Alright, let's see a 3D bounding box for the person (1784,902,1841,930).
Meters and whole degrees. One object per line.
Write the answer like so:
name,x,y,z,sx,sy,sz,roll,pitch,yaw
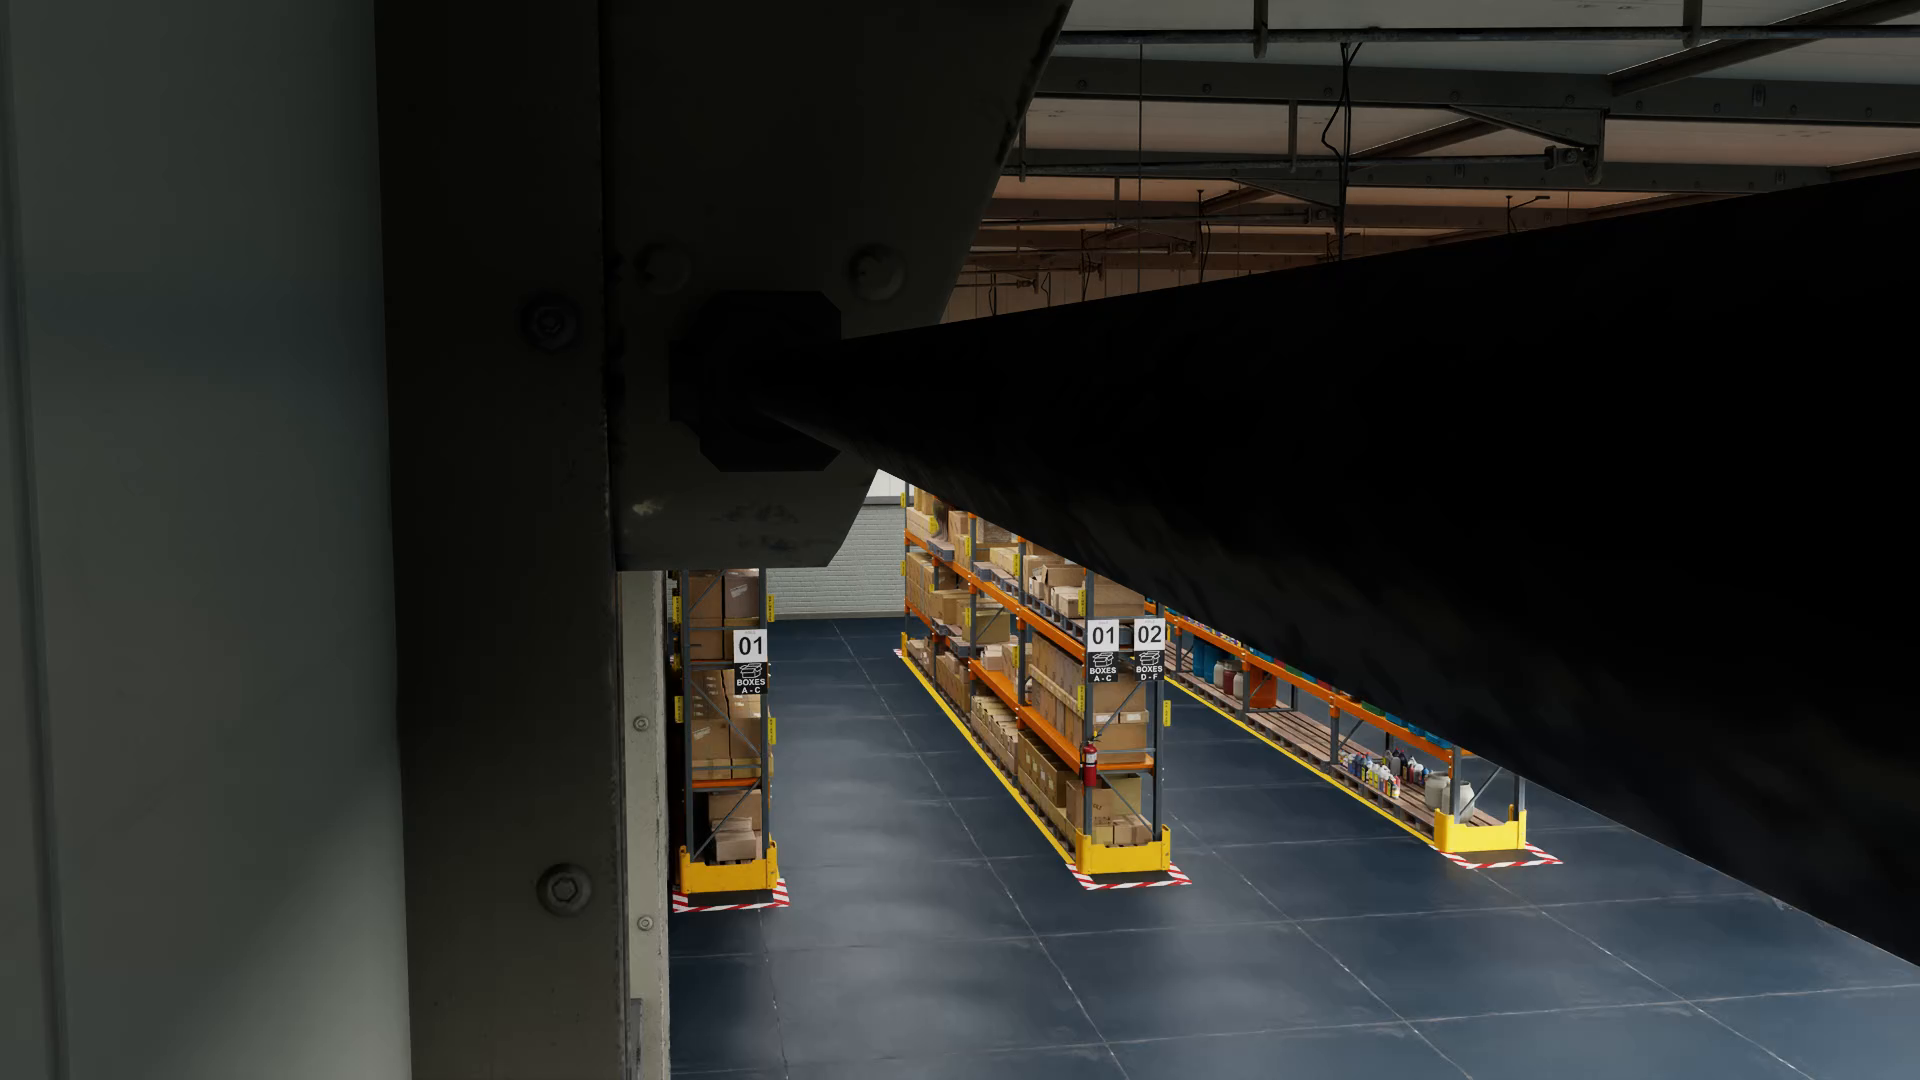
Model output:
person,9.779,3.615,18.885,0.848,1.610,0.549,2,6,20
